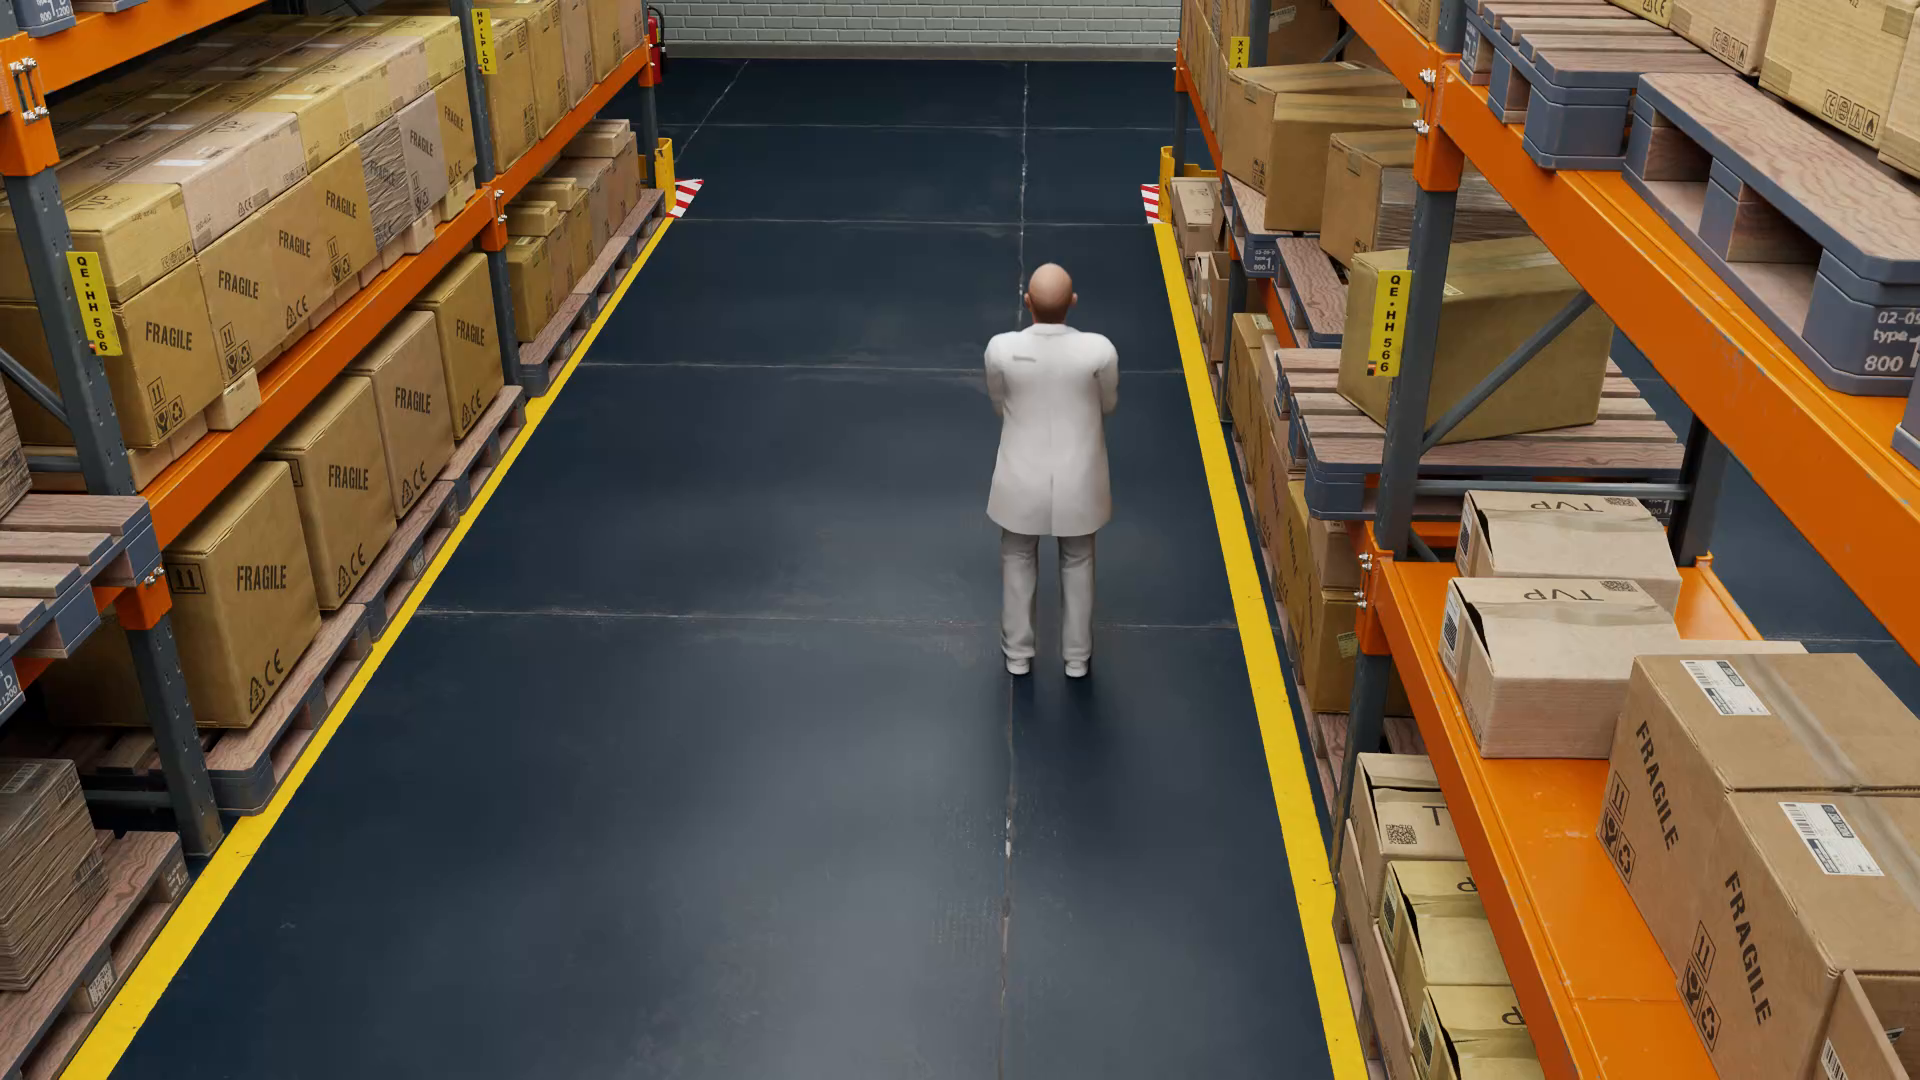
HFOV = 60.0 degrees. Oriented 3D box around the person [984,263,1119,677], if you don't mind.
[{"bbox_3d":[0.364,-0.319,6.754,0.529,1.770,0.563,1,28,3],"label":"person"}]
